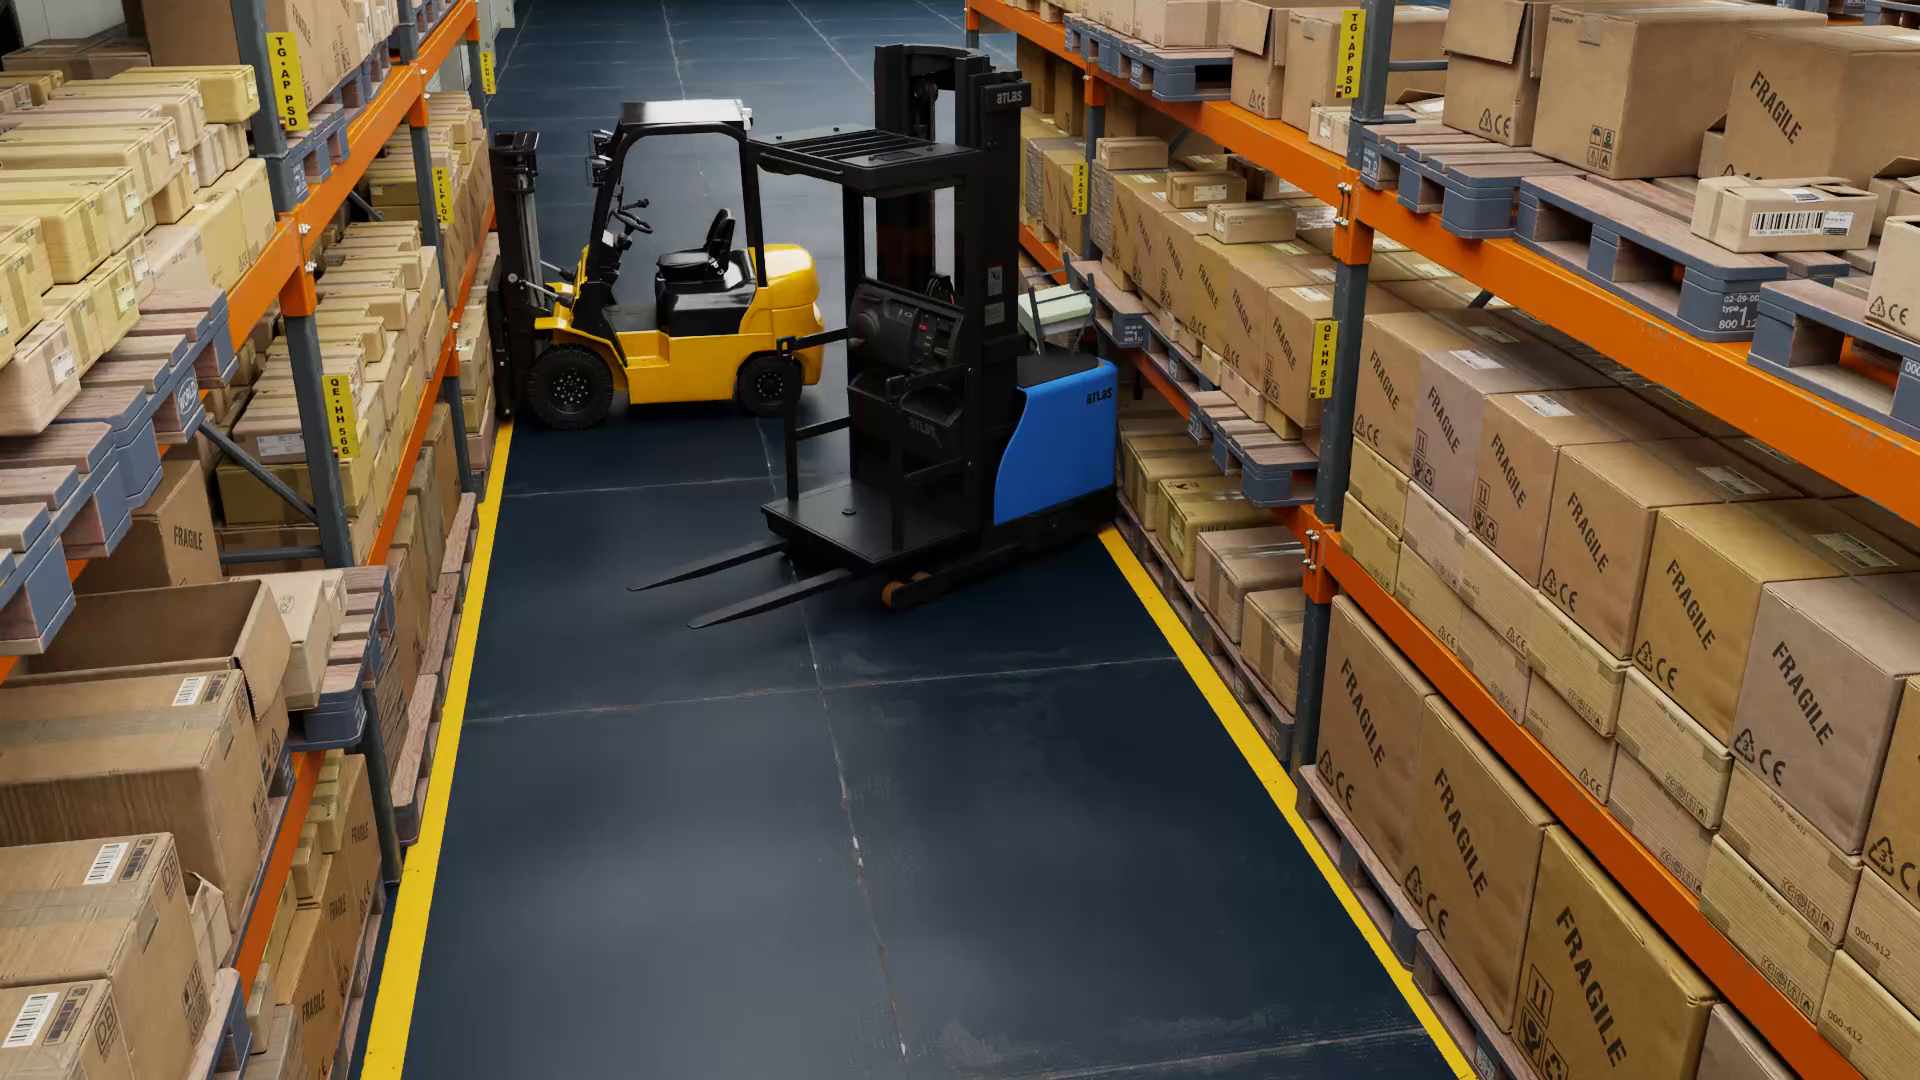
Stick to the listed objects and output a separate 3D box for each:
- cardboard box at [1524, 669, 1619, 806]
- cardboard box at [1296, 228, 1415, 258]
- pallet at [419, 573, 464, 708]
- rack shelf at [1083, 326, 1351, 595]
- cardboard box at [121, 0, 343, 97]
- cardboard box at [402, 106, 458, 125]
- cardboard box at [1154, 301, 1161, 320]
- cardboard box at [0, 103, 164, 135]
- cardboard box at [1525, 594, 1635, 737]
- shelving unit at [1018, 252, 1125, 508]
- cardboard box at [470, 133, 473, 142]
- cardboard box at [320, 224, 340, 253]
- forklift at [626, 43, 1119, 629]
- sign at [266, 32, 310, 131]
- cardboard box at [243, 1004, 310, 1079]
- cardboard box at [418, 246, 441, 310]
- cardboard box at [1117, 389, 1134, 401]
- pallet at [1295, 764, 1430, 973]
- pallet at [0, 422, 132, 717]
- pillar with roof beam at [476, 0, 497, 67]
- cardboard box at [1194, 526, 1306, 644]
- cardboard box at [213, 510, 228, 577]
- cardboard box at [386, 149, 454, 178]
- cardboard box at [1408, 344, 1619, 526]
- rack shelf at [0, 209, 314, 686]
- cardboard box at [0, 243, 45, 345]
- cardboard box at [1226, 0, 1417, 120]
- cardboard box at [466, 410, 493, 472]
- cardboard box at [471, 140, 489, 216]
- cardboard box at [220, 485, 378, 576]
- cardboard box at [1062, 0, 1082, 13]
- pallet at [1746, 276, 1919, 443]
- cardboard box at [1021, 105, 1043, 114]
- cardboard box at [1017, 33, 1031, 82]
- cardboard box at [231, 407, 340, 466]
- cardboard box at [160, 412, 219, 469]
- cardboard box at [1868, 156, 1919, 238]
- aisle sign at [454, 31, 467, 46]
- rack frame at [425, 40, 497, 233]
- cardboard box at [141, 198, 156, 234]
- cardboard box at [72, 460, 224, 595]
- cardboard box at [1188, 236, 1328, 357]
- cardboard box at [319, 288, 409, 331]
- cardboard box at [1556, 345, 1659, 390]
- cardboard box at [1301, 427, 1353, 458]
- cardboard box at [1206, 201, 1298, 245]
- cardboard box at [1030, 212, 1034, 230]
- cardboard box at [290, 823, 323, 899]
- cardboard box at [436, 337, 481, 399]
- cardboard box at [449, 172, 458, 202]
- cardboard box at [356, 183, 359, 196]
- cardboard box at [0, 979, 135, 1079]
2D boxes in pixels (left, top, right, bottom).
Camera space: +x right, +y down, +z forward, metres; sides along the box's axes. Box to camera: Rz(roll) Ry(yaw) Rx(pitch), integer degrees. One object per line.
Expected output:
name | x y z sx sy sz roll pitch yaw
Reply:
cardboard box | 2.175 0.591 5.336 0.500 0.250 0.500 -4 24 -10
cardboard box | 1.970 -1.271 8.392 0.500 0.500 0.500 -4 24 -9
pallet | -3.180 0.551 8.724 1.003 0.211 1.213 -4 24 -10
rack shelf | 1.664 -0.747 9.111 1.077 0.370 4.000 -4 24 -10
cardboard box | -2.930 -2.074 6.728 0.700 0.500 0.500 -5 24 -11
cardboard box | -3.926 -3.123 12.345 0.380 0.149 0.250 -4 24 -9
cardboard box | 1.301 -1.293 9.253 0.380 0.149 0.250 -4 24 -9
cardboard box | -2.440 -1.117 4.630 0.380 0.149 0.250 -5 24 -11
cardboard box | 2.140 0.368 5.222 0.500 0.250 0.500 -4 24 -9
shelving unit | 0.693 -0.985 10.521 0.431 1.500 0.755 -14 21 -4
cardboard box | -3.920 -3.090 12.642 0.380 0.149 0.250 -4 24 -9
cardboard box | -3.729 -1.683 9.421 0.380 0.149 0.250 -5 24 -11
forklift | -0.471 -1.179 9.287 3.031 2.935 1.130 -19 30 -37
sign | -2.310 -1.572 5.708 0.100 0.325 0.005 -4 24 -10
cardboard box | -2.259 1.789 5.005 0.500 0.500 0.500 -5 24 -12
cardboard box | -3.242 -1.480 9.455 0.500 0.250 0.500 -5 24 -11
cardboard box | 0.920 -1.008 11.721 0.500 0.250 0.500 -3 24 -7
pallet | 2.105 1.304 7.001 1.003 0.211 1.213 -4 24 -10
pallet | -2.156 0.102 2.755 1.213 0.211 1.003 -4 24 -10
pillar with roof beam | -4.178 -12.875 28.486 9.100 9.000 0.400 -4 24 -10
cardboard box | 1.794 0.209 8.781 0.950 0.372 0.625 -5 24 -11
cardboard box | -3.179 -0.010 6.713 0.500 0.250 0.500 -5 24 -11
cardboard box | -3.491 -2.426 10.749 0.380 0.149 0.250 -4 24 -9
cardboard box | 1.985 -0.387 6.015 0.500 0.500 0.500 -4 24 -10
rack shelf | -2.474 -0.179 4.064 1.077 0.370 4.000 -4 24 -10
cardboard box | -1.927 -0.434 3.040 0.380 0.149 0.250 -5 24 -11
cardboard box | 1.723 -2.310 7.914 0.797 0.503 0.637 -4 24 -10
cardboard box | -3.348 -0.641 10.882 0.500 0.250 0.500 -4 24 -9
cardboard box | -3.887 -2.735 12.639 0.500 0.500 0.500 -4 24 -8
cardboard box | -2.686 -0.045 6.792 0.500 0.250 0.500 -4 24 -10
cardboard box | 0.947 -3.460 10.492 0.500 0.250 0.500 -5 24 -10
pallet | 2.555 -0.360 3.819 0.805 0.209 1.217 -5 24 -12
cardboard box | 0.468 -3.208 13.352 0.500 0.500 0.500 -4 24 -8
cardboard box | 0.863 -3.892 13.668 0.700 0.500 0.500 -5 24 -11
cardboard box | -2.614 -0.411 6.508 0.380 0.149 0.250 -4 24 -8
cardboard box | -3.103 -0.377 6.430 0.380 0.149 0.250 -4 24 -8
cardboard box | 2.779 -0.967 4.611 0.396 0.266 0.258 -2 24 -5
aisle sign | -4.047 -4.307 13.115 0.394 0.787 0.004 -4 24 -10
rack frame | -4.323 -3.068 13.526 1.000 3.000 0.127 -4 24 -10
cardboard box | -2.404 -0.883 4.465 0.380 0.149 0.250 -4 24 -9
cardboard box | -2.902 0.055 5.727 0.500 0.500 0.500 -3 24 -7
cardboard box | 1.475 -1.224 8.283 0.500 0.500 0.500 -6 24 -13
cardboard box | -2.912 -1.121 8.132 0.380 0.149 0.250 -5 24 -11
cardboard box | 2.489 -0.409 6.064 0.500 0.500 0.500 -4 24 -9
cardboard box | 1.741 -0.479 7.387 0.380 0.149 0.250 -3 24 -8
cardboard box | 1.454 -1.584 8.298 0.380 0.149 0.250 -5 24 -12
cardboard box | 0.726 -2.354 12.206 0.380 0.149 0.250 -5 24 -11
cardboard box | -2.418 1.122 5.721 0.380 0.149 0.250 -5 24 -12
cardboard box | -3.365 -1.098 10.679 0.500 0.250 0.500 -5 24 -11
cardboard box | -3.482 -2.287 10.803 0.380 0.149 0.250 -4 24 -9
cardboard box | -4.057 -2.349 10.946 0.380 0.149 0.250 -4 24 -8
cardboard box | -1.974 1.207 3.088 0.700 0.500 0.500 -4 24 -8
